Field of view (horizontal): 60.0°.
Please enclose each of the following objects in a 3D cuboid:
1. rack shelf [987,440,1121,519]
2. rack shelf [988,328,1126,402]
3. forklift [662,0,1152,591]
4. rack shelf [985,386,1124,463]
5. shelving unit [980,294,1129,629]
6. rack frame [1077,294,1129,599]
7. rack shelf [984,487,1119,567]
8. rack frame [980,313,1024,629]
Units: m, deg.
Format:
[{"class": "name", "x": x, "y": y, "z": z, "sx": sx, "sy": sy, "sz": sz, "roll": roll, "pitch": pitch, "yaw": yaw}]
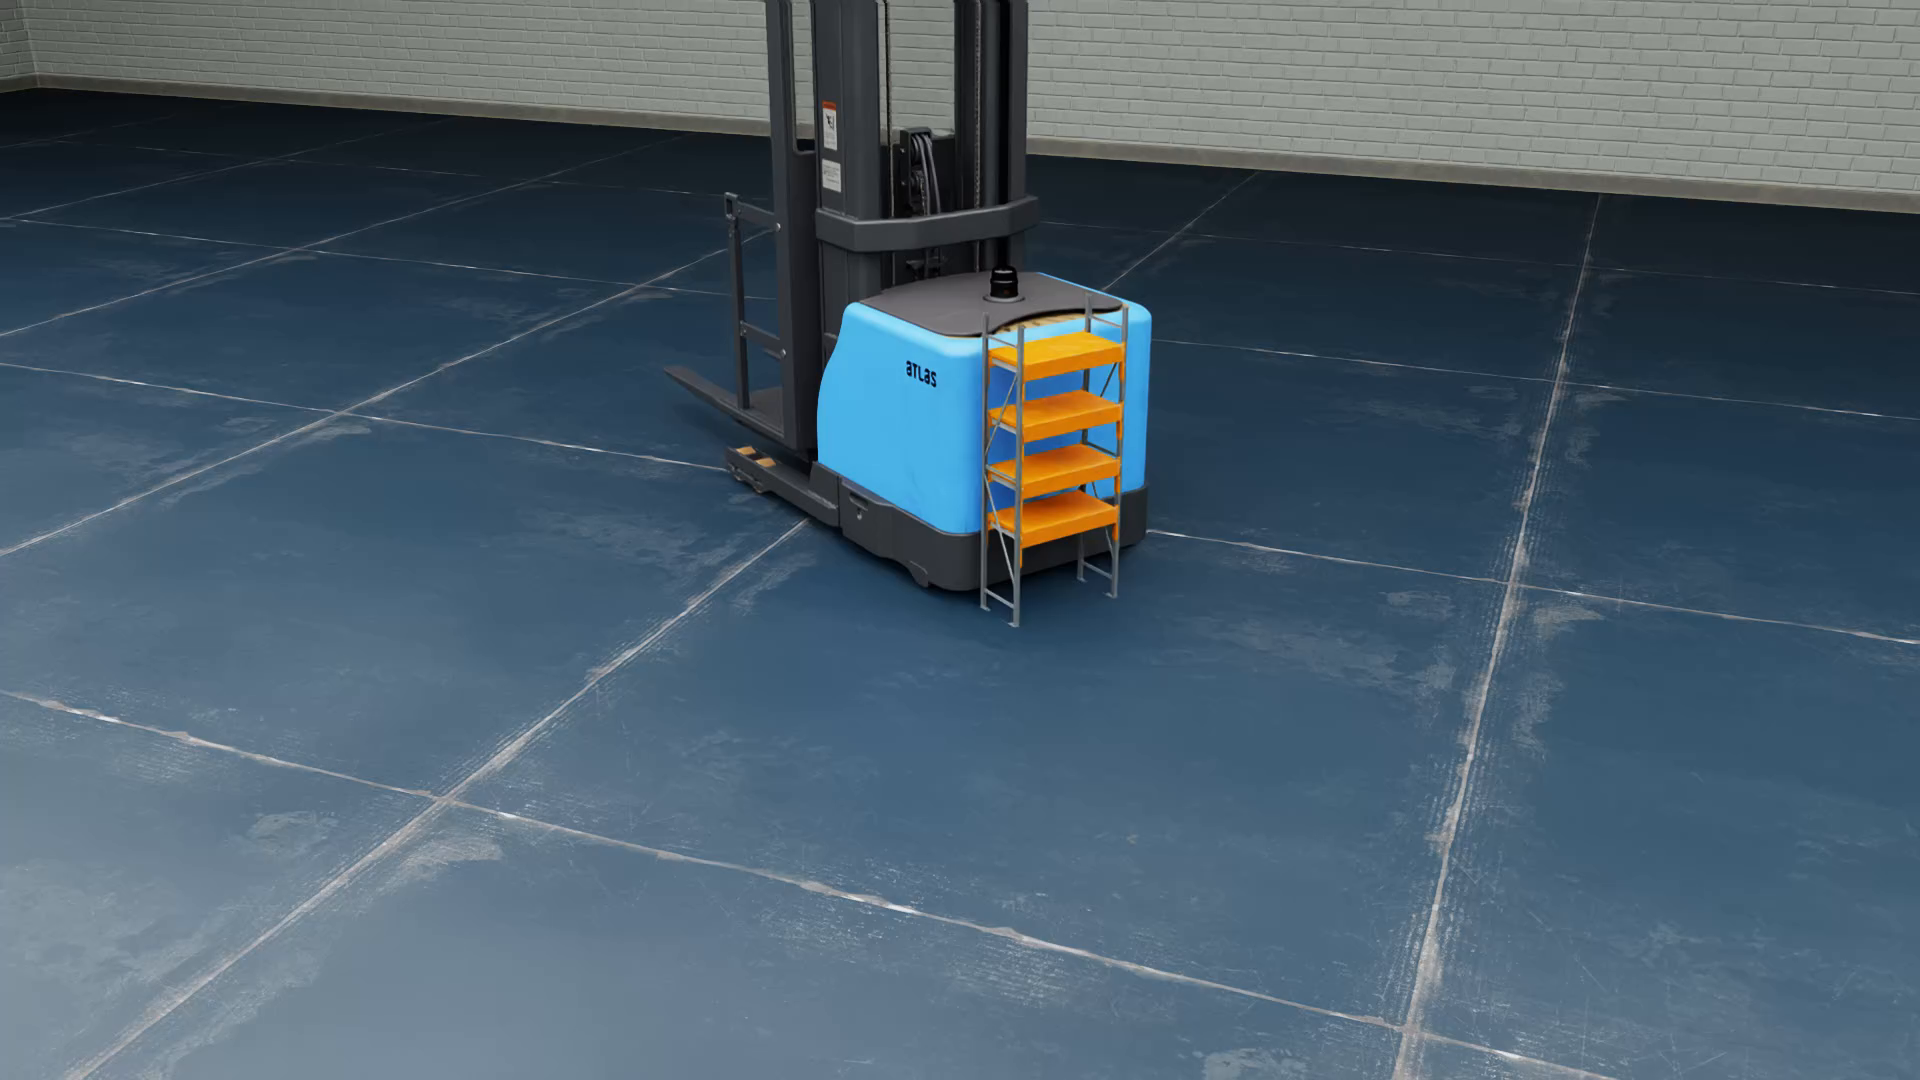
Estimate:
[{"class": "rack shelf", "x": 0.357, "y": -0.239, "z": 6.440, "sx": 0.480, "sy": 0.148, "sz": 0.258, "roll": -15, "pitch": 27, "yaw": -32}, {"class": "rack shelf", "x": 0.357, "y": -0.664, "z": 6.262, "sx": 0.480, "sy": 0.148, "sz": 0.258, "roll": -15, "pitch": 27, "yaw": -32}, {"class": "forklift", "x": -0.456, "y": -1.662, "z": 7.427, "sx": 1.130, "sy": 2.935, "sz": 3.031, "roll": -15, "pitch": 27, "yaw": -32}, {"class": "rack shelf", "x": 0.357, "y": -0.445, "z": 6.353, "sx": 0.480, "sy": 0.148, "sz": 0.258, "roll": -15, "pitch": 27, "yaw": -32}, {"class": "shelving unit", "x": 0.357, "y": -0.301, "z": 6.414, "sx": 0.503, "sy": 1.200, "sz": 0.258, "roll": -15, "pitch": 27, "yaw": -32}, {"class": "rack frame", "x": 0.558, "y": -0.355, "z": 6.542, "sx": 0.015, "sy": 1.200, "sz": 0.240, "roll": -15, "pitch": 27, "yaw": -32}, {"class": "rack shelf", "x": 0.357, "y": -0.056, "z": 6.517, "sx": 0.480, "sy": 0.148, "sz": 0.258, "roll": -15, "pitch": 27, "yaw": -32}, {"class": "rack frame", "x": 0.156, "y": -0.248, "z": 6.286, "sx": 0.015, "sy": 1.200, "sz": 0.240, "roll": -15, "pitch": 27, "yaw": -32}]
